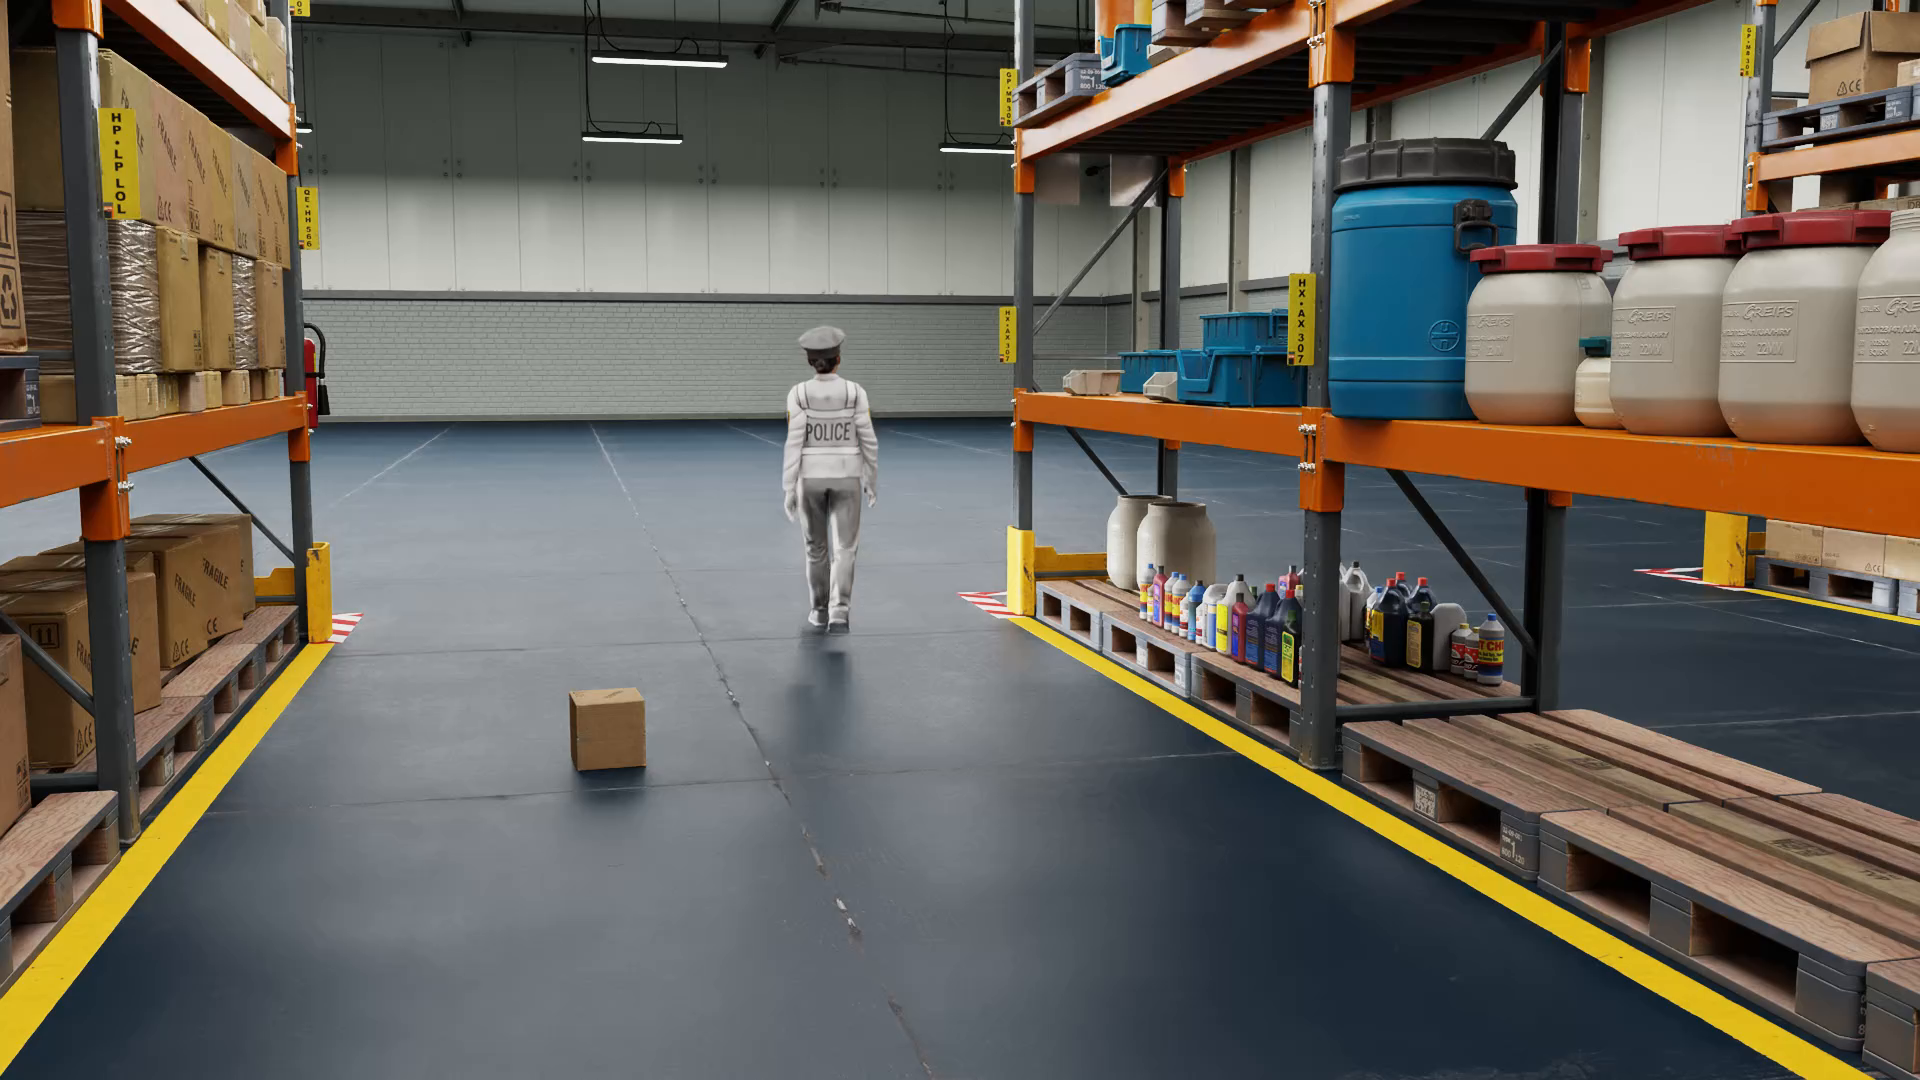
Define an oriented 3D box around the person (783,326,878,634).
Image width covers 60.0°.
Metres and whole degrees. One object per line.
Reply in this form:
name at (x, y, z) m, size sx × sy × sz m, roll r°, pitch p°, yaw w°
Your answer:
person at (-0.686, -0.313, 8.854) m, size 0.503 × 1.642 × 0.962 m, roll 0°, pitch 6°, yaw -2°
